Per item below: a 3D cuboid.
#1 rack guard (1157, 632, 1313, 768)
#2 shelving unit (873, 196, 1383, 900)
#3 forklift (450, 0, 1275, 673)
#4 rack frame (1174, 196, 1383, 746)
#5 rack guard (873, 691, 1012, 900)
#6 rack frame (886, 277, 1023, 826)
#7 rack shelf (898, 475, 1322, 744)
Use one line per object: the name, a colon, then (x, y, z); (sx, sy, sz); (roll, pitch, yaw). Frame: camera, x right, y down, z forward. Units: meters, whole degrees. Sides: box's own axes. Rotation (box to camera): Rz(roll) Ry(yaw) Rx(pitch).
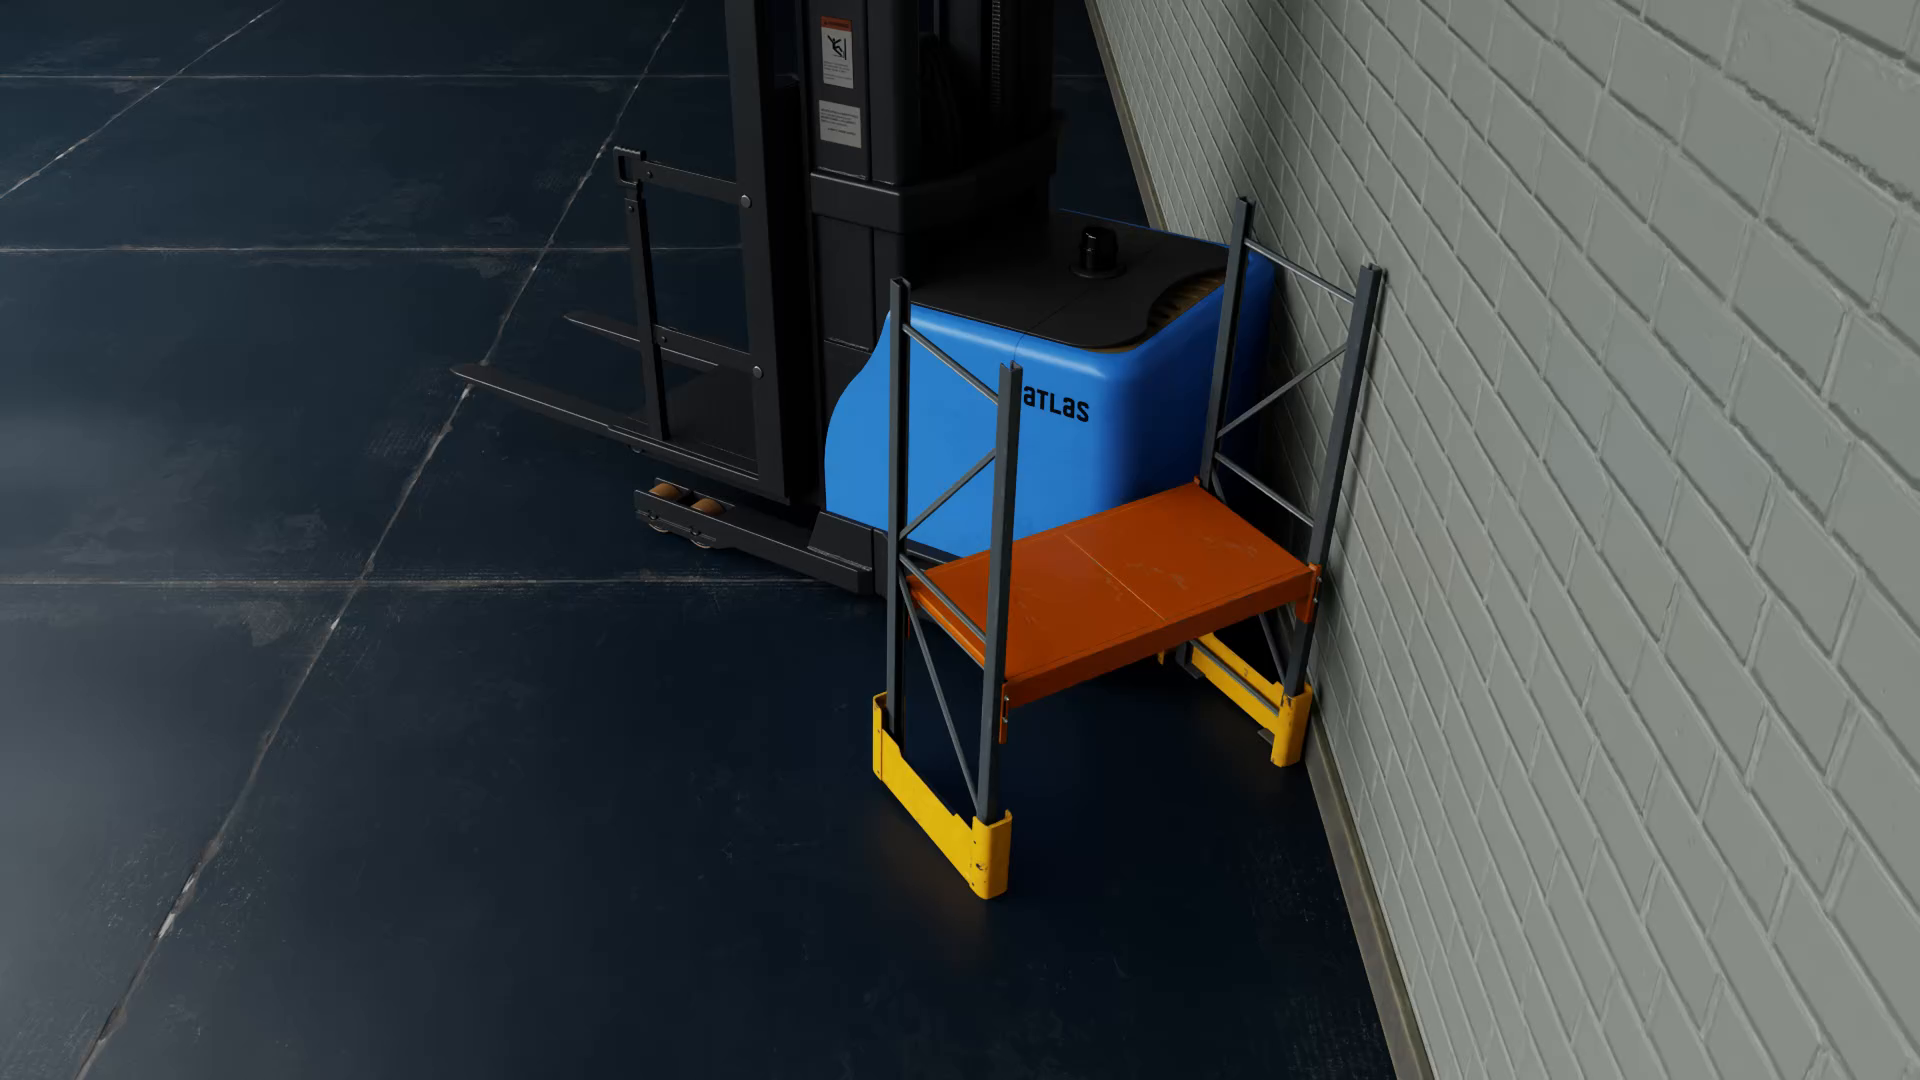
rack guard: (0.788, 0.388, 4.835); (0.087, 0.250, 0.587); (-18, 39, -27)
shelving unit: (0.386, 0.008, 4.258); (1.083, 1.500, 0.587); (-18, 39, -27)
forklift: (-0.522, -1.432, 5.285); (3.031, 2.935, 1.130); (19, 36, 28)
rack frame: (0.825, -0.134, 4.493); (0.032, 1.500, 0.500); (-18, 39, -27)
rack guard: (-0.056, 0.662, 4.384); (0.087, 0.250, 0.587); (-18, 39, -27)
rack frame: (-0.038, 0.146, 4.032); (0.032, 1.500, 0.500); (-18, 39, -27)
rack shelf: (0.388, 0.154, 4.363); (1.000, 0.185, 0.538); (-18, 39, -27)
